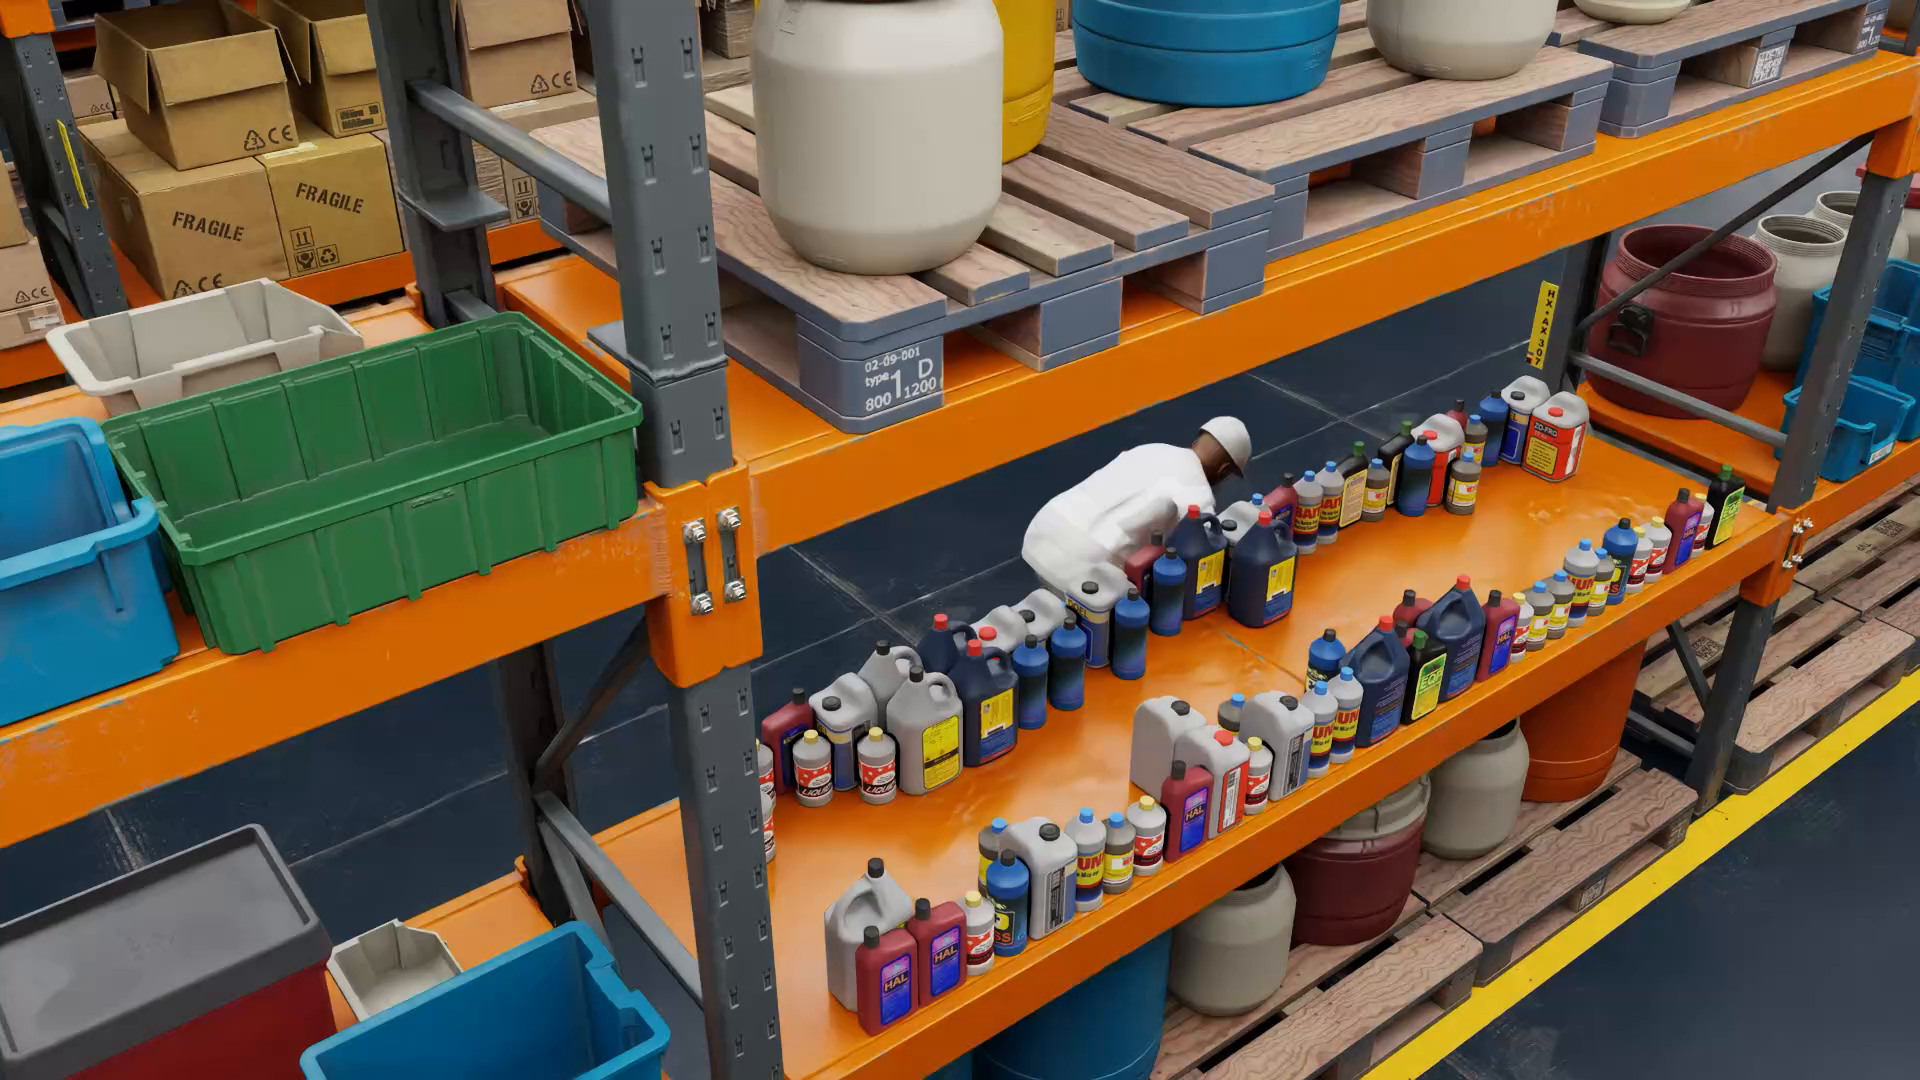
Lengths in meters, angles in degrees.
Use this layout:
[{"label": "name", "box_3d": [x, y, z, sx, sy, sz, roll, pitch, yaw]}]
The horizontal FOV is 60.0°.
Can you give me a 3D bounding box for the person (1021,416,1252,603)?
[{"label": "person", "box_3d": [0.682, 0.165, 6.353, 0.946, 1.230, 0.498, -17, 36, -26]}]
